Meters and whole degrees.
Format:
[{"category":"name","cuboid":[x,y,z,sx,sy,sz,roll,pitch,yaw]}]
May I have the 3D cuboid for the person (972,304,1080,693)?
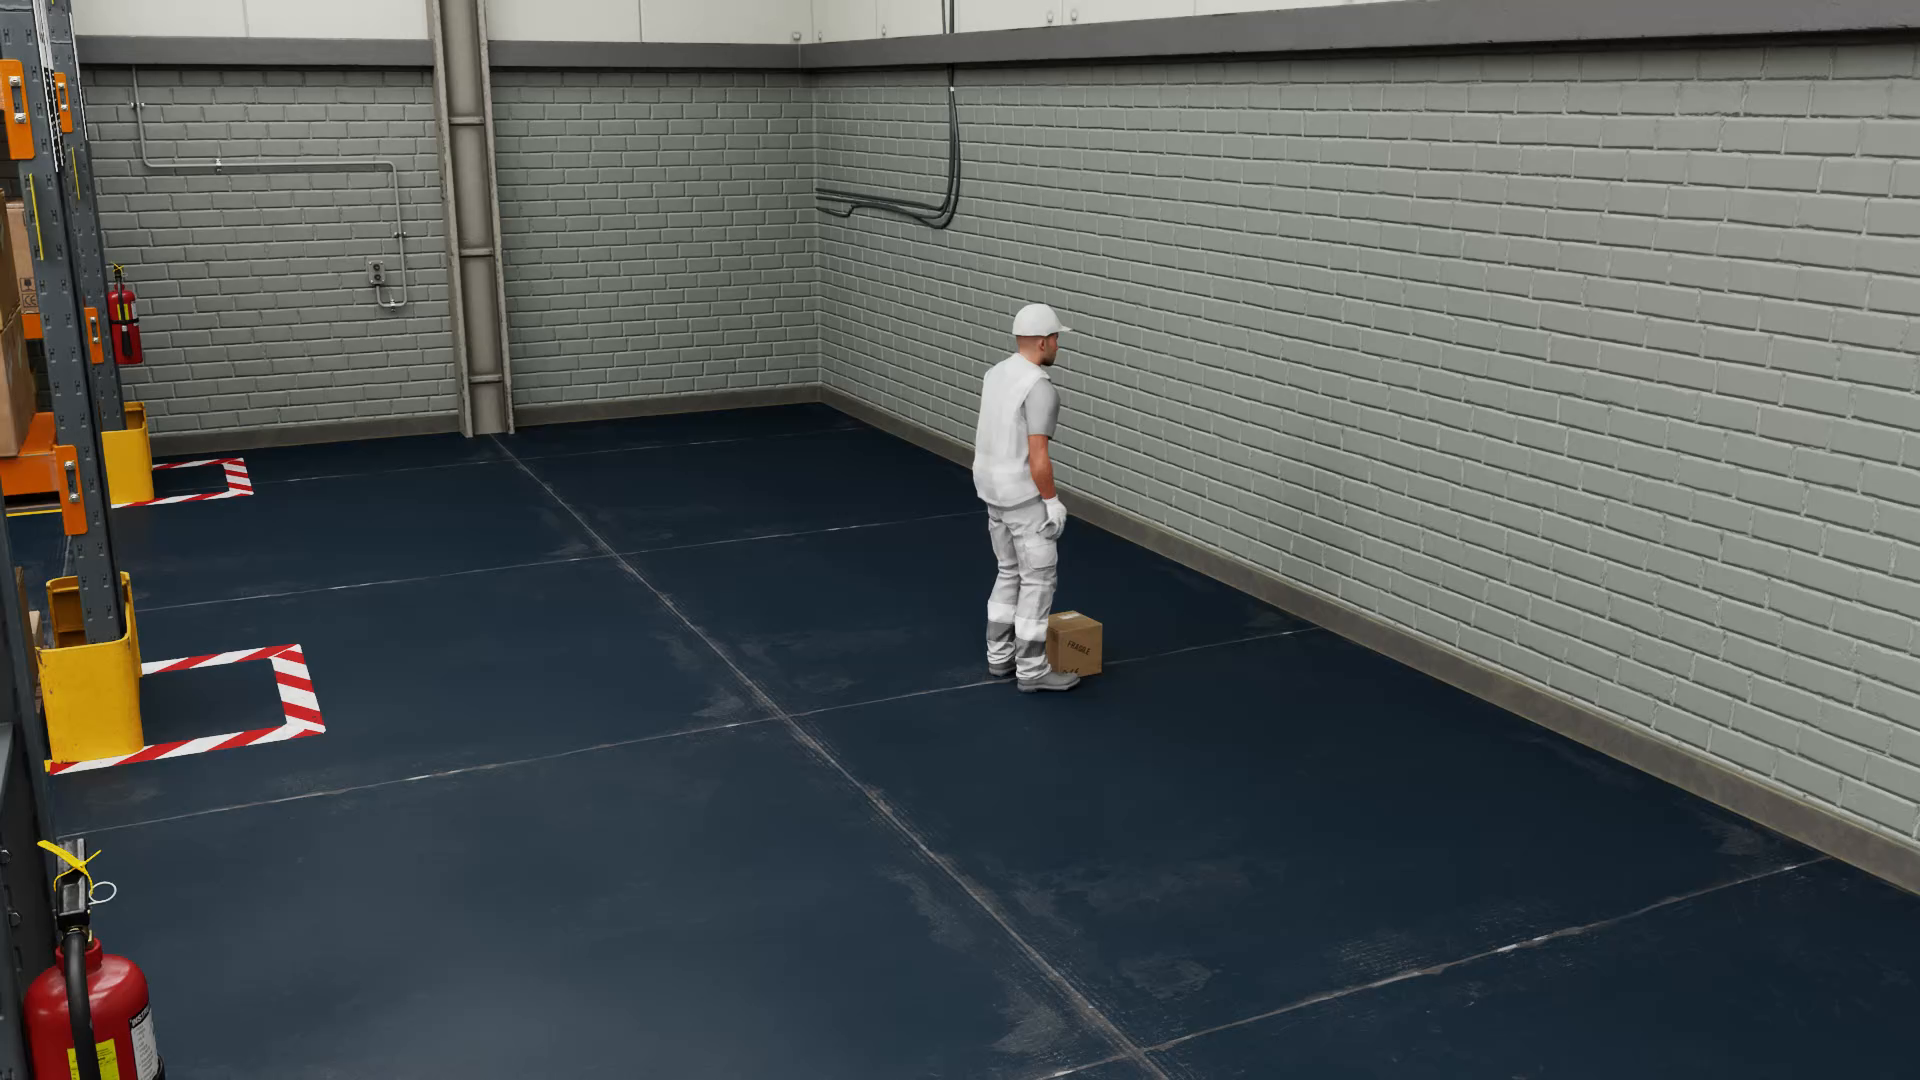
[{"category":"person","cuboid":[0.307,-0.200,7.733,0.453,1.778,0.605,-7,17,-25]}]
